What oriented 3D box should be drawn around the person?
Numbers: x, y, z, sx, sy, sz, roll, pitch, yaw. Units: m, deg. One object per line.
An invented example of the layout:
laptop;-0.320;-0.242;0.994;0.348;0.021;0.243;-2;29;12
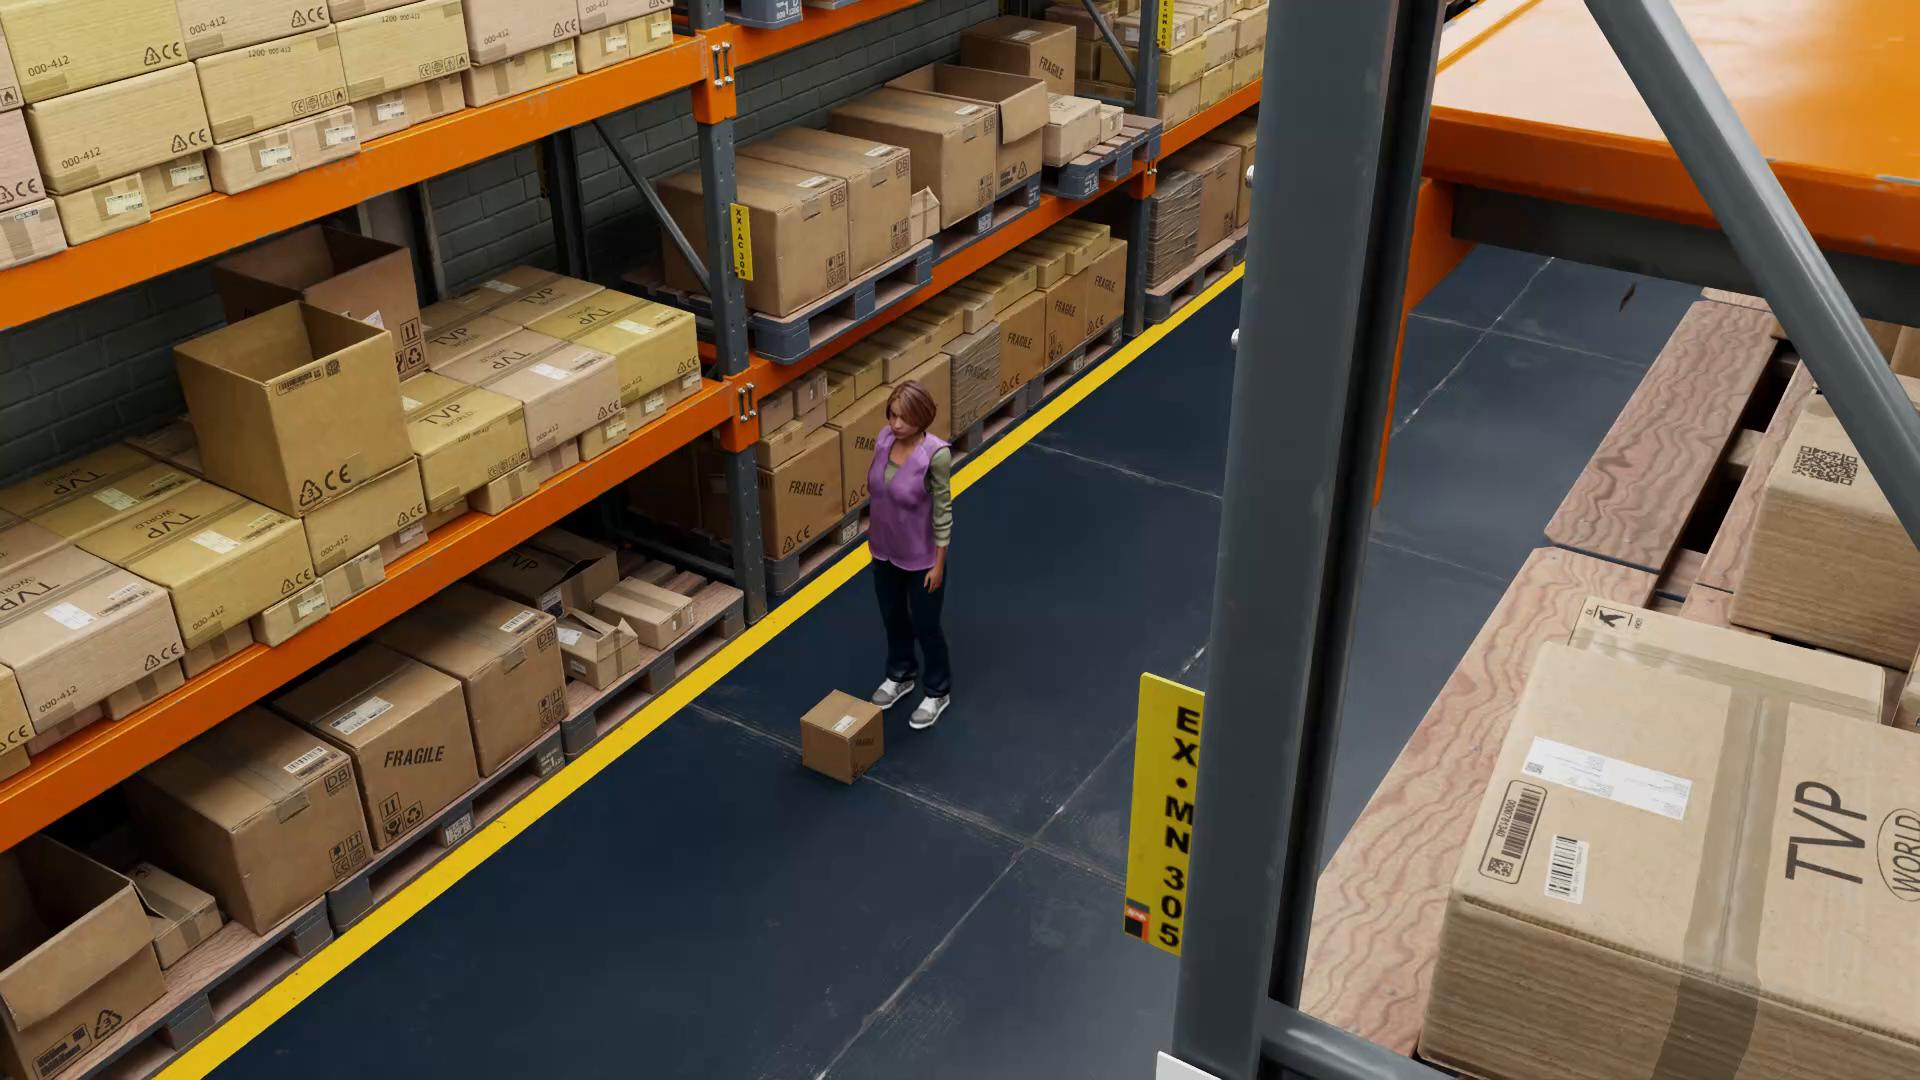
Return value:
person;-0.207;0.068;7.040;0.405;1.588;0.310;21;37;30
